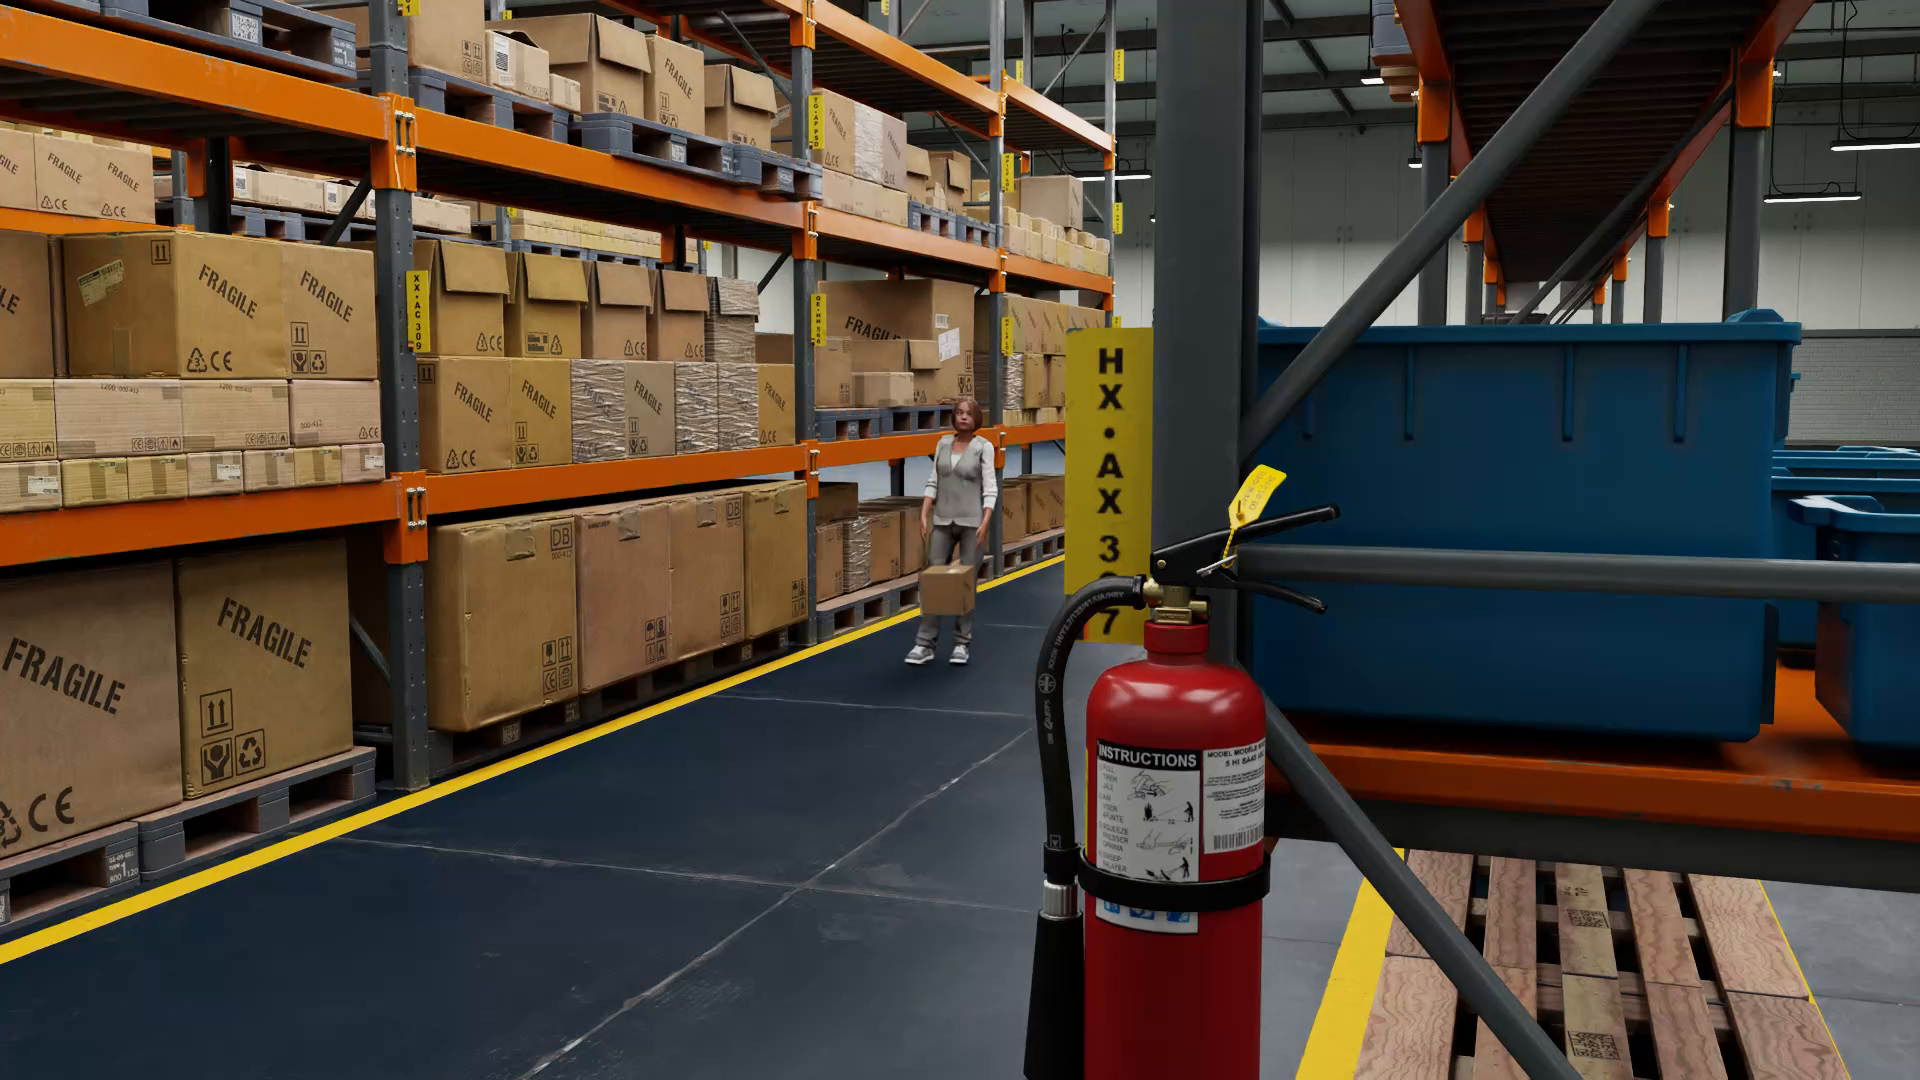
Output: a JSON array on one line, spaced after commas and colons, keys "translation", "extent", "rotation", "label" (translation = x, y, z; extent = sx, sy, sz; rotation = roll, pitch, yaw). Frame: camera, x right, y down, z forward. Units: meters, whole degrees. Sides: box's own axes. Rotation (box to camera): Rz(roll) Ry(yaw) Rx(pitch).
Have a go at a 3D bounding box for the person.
[{"translation": [-0.037, -0.059, 9.988], "extent": [0.501, 1.597, 0.473], "rotation": [2, 6, 19], "label": "person"}]
